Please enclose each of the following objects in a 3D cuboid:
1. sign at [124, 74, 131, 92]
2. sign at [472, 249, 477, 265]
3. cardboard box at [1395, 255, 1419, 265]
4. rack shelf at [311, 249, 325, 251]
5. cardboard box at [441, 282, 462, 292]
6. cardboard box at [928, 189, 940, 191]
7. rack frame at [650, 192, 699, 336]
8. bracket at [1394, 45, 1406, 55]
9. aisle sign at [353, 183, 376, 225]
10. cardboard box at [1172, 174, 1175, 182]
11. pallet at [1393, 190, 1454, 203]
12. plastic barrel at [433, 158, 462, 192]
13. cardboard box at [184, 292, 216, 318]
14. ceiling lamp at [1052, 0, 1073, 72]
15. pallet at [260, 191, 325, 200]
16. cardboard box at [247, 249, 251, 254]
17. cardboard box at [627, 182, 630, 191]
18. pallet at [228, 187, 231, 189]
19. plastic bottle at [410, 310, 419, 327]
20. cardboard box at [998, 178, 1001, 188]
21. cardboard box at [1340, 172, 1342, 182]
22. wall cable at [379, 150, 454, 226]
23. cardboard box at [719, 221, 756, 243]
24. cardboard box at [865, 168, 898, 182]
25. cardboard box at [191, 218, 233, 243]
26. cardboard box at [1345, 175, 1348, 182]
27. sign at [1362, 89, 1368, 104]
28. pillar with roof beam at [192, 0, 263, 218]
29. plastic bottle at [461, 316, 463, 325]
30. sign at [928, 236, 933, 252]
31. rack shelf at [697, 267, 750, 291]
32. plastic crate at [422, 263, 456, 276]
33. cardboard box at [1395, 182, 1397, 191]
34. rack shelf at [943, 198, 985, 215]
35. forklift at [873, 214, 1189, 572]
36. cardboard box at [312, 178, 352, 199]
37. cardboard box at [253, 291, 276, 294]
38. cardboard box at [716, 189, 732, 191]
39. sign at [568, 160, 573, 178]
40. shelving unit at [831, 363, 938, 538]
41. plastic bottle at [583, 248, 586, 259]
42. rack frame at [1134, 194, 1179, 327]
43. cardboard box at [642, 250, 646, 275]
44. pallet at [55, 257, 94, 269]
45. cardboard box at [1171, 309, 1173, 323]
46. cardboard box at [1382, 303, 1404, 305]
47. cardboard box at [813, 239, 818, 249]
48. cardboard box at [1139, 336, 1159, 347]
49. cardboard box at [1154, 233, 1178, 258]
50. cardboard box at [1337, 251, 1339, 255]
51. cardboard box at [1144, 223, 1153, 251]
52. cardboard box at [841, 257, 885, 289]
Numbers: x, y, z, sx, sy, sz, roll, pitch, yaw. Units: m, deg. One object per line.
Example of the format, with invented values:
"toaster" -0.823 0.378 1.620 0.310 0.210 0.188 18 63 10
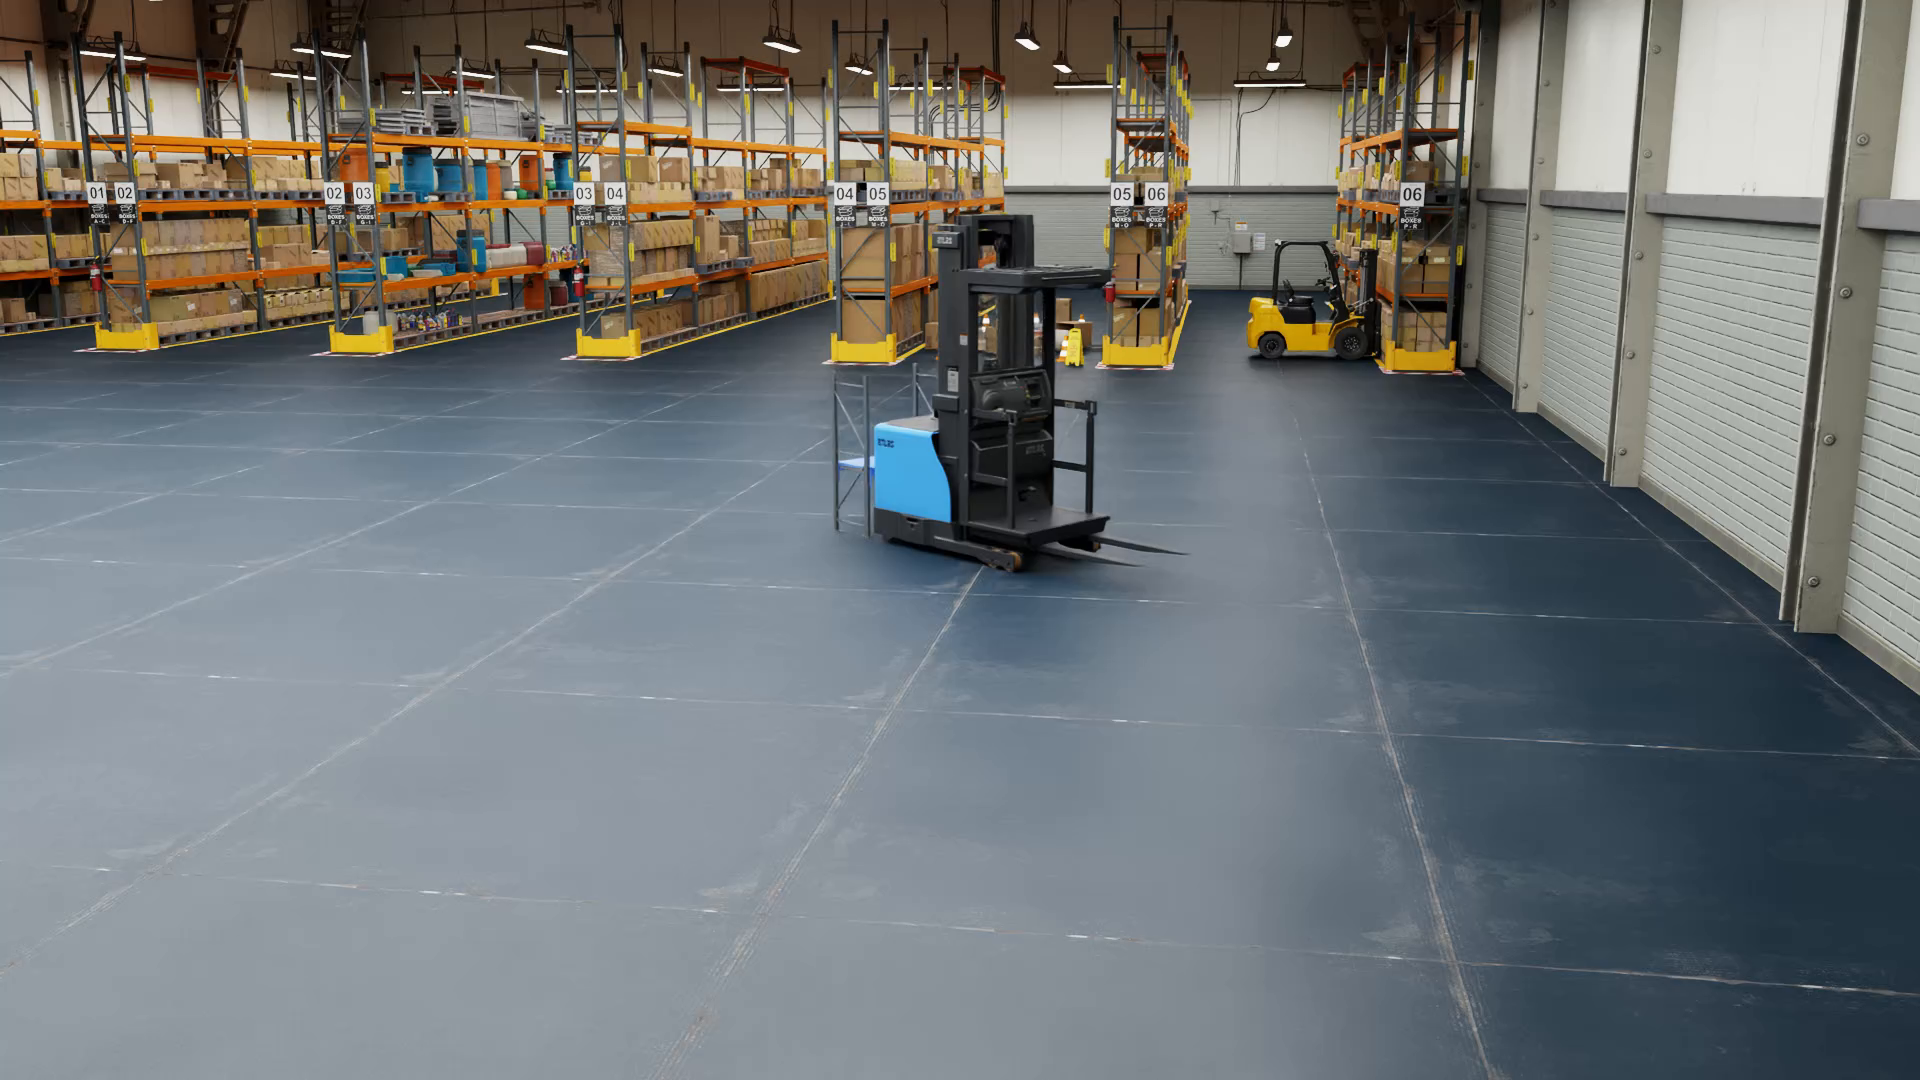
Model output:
"sign" -15.883 -8.712 31.724 0.100 0.325 0.005 2 12 9
"sign" -10.380 -6.052 35.553 0.100 0.325 0.005 2 12 9
"cardboard box" 7.831 -4.909 29.133 0.380 0.149 0.250 2 12 9
"rack shelf" -19.173 -7.987 46.900 1.077 0.370 4.000 2 12 9
"cardboard box" -14.301 -7.149 46.184 0.797 0.503 0.637 2 12 9
"cardboard box" -0.690 -8.069 38.215 0.500 0.500 0.500 2 12 9
"rack frame" -6.028 -5.776 34.931 1.000 3.000 0.127 2 12 9
"bracket" 10.483 -11.693 39.604 0.235 0.232 0.430 2 12 9
"aisle sign" -11.259 -6.350 31.425 0.394 0.787 0.004 2 12 9
"cardboard box" 3.928 -6.949 31.958 0.380 0.149 0.250 2 12 10
"pallet" 8.189 -6.032 29.207 1.003 0.211 1.213 2 12 9
"plastic barrel" -11.058 -7.761 35.831 0.600 0.901 0.708 2 12 9
"cardboard box" -15.895 -4.909 34.660 0.500 0.500 0.500 2 12 9
"ceiling lamp" 2.708 -12.803 39.444 0.800 3.185 2.000 2 12 9
"pallet" -15.386 -7.927 38.242 1.003 0.211 1.213 2 12 11
"cardboard box" -19.253 -7.730 44.548 0.380 0.149 0.250 2 12 9
"cardboard box" -6.372 -6.581 30.956 0.380 0.149 0.250 2 12 8
"pallet" -19.344 -9.516 45.375 1.003 0.211 1.213 2 12 9
"plastic bottle" -11.485 -4.663 35.009 0.144 0.351 0.185 1 12 6
"cardboard box" 0.806 -9.519 44.349 0.500 0.250 0.500 2 12 7
"cardboard box" 10.102 -9.386 43.026 0.500 0.250 0.500 2 12 8
"wall cable" -17.642 -11.336 53.861 3.097 2.526 0.112 2 12 9
"cardboard box" -5.284 -7.299 39.382 0.797 0.503 0.637 2 12 11
"cardboard box" -1.430 -6.646 30.265 0.500 0.250 0.500 2 12 9
"cardboard box" -15.954 -6.583 35.359 0.700 0.500 0.500 2 12 9
"cardboard box" 9.421 -8.655 39.828 0.380 0.149 0.250 2 12 10
"sign" 8.747 -9.571 35.896 0.100 0.325 0.005 2 12 9
"pillar with roof beam" -15.974 -10.890 44.420 9.100 9.000 0.548 2 12 9
"plastic bottle" -10.670 -4.698 35.527 0.097 0.201 0.097 0 12 0
"sign" -0.594 -6.038 33.906 0.100 0.325 0.005 2 12 9
"rack shelf" -5.720 -5.841 36.939 1.077 0.370 4.000 2 12 9
"plastic crate" -10.824 -5.624 34.582 0.499 0.251 0.616 2 12 9
"cardboard box" 7.882 -6.242 29.336 0.380 0.149 0.250 2 12 7
"rack shelf" -0.220 -7.958 39.643 1.077 0.370 4.000 2 12 9
"forklift" 0.597 -1.287 14.263 1.130 2.935 3.031 -12 17 -43
"cardboard box" -15.167 -8.537 40.388 0.910 0.500 0.500 2 12 9
"cardboard box" -15.884 -5.539 38.030 0.500 0.311 0.500 2 12 8
"cardboard box" -5.386 -7.686 37.033 0.500 0.250 0.500 2 12 10
"sign" -7.188 -6.865 30.761 0.100 0.325 0.005 2 12 9
"shelving unit" -0.638 -0.863 15.693 1.048 1.500 0.538 -11 17 -42
"plastic bottle" -9.566 -7.268 42.147 0.152 0.276 0.135 2 12 9
"rack frame" 4.379 -6.287 37.305 1.000 3.000 0.127 2 12 9
"cardboard box" -6.573 -5.359 32.054 0.875 0.500 0.500 2 12 9
"pallet" -20.450 -6.318 37.902 1.003 0.211 1.213 2 12 9
"cardboard box" 3.950 -4.635 34.876 0.950 0.372 0.625 3 12 12
"cardboard box" 8.131 -4.344 31.444 0.500 0.250 0.500 2 12 11
"cardboard box" -4.151 -8.025 45.017 0.500 0.250 0.500 1 12 7
"cardboard box" 3.546 -3.642 30.560 0.500 0.250 0.500 2 12 8
"cardboard box" 4.286 -6.149 34.724 0.500 0.500 0.500 2 12 8
"cardboard box" 10.193 -7.610 44.040 0.380 0.149 0.250 2 12 8
"cardboard box" 3.288 -5.733 31.413 0.700 0.500 0.500 2 12 8
"cardboard box" -1.745 -4.914 30.573 0.875 0.550 0.550 2 12 9
